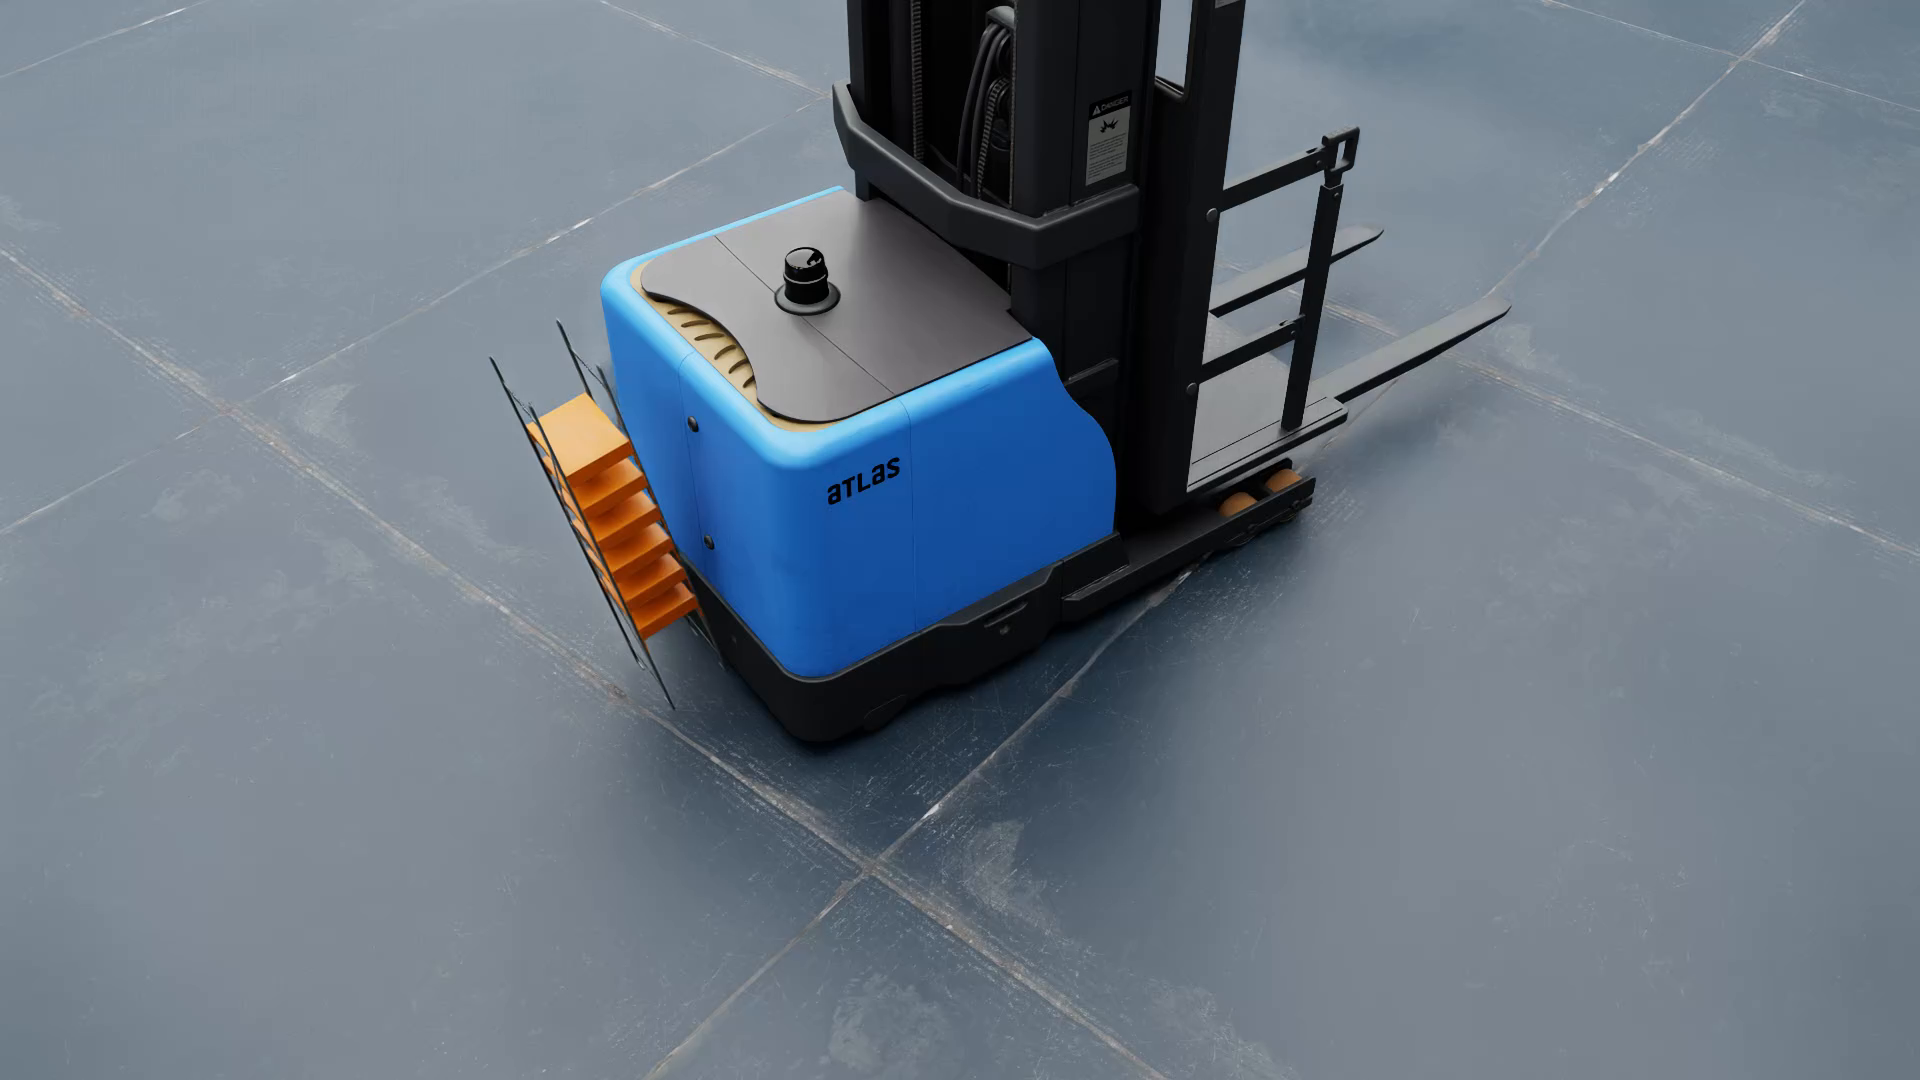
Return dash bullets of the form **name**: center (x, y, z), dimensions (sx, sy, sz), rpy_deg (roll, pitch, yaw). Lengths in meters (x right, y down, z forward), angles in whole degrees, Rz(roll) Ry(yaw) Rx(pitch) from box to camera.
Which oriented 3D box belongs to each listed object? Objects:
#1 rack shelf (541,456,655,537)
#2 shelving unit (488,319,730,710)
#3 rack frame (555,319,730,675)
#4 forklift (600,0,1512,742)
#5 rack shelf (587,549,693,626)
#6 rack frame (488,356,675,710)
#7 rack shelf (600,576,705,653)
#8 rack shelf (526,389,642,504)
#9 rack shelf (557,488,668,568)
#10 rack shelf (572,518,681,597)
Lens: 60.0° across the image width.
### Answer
- **rack shelf**: center (-0.924, -0.156, 4.231), dimensions (0.180, 0.103, 0.258), rpy_deg (-33, 51, -17)
- **shelving unit**: center (-0.895, -0.027, 4.376), dimensions (0.189, 1.200, 0.258), rpy_deg (-33, 51, -17)
- **rack frame**: center (-0.821, -0.074, 4.403), dimensions (0.006, 1.200, 0.240), rpy_deg (-33, 51, -17)
- **forklift**: center (0.512, -1.332, 4.536), dimensions (3.031, 2.935, 1.130), rpy_deg (-26, 48, -26)
- **rack shelf**: center (-0.870, 0.081, 4.497), dimensions (0.180, 0.103, 0.258), rpy_deg (-33, 51, -17)
- **rack frame**: center (-0.968, 0.020, 4.349), dimensions (0.006, 1.200, 0.240), rpy_deg (-33, 51, -17)
- **rack shelf**: center (-0.852, 0.160, 4.586), dimensions (0.180, 0.103, 0.258), rpy_deg (-33, 51, -17)
- **rack shelf**: center (-0.942, -0.234, 4.143), dimensions (0.180, 0.103, 0.258), rpy_deg (-33, 51, -17)
- **rack shelf**: center (-0.906, -0.077, 4.320), dimensions (0.180, 0.103, 0.258), rpy_deg (-33, 51, -17)
- **rack shelf**: center (-0.888, 0.002, 4.409), dimensions (0.180, 0.103, 0.258), rpy_deg (-33, 51, -17)
